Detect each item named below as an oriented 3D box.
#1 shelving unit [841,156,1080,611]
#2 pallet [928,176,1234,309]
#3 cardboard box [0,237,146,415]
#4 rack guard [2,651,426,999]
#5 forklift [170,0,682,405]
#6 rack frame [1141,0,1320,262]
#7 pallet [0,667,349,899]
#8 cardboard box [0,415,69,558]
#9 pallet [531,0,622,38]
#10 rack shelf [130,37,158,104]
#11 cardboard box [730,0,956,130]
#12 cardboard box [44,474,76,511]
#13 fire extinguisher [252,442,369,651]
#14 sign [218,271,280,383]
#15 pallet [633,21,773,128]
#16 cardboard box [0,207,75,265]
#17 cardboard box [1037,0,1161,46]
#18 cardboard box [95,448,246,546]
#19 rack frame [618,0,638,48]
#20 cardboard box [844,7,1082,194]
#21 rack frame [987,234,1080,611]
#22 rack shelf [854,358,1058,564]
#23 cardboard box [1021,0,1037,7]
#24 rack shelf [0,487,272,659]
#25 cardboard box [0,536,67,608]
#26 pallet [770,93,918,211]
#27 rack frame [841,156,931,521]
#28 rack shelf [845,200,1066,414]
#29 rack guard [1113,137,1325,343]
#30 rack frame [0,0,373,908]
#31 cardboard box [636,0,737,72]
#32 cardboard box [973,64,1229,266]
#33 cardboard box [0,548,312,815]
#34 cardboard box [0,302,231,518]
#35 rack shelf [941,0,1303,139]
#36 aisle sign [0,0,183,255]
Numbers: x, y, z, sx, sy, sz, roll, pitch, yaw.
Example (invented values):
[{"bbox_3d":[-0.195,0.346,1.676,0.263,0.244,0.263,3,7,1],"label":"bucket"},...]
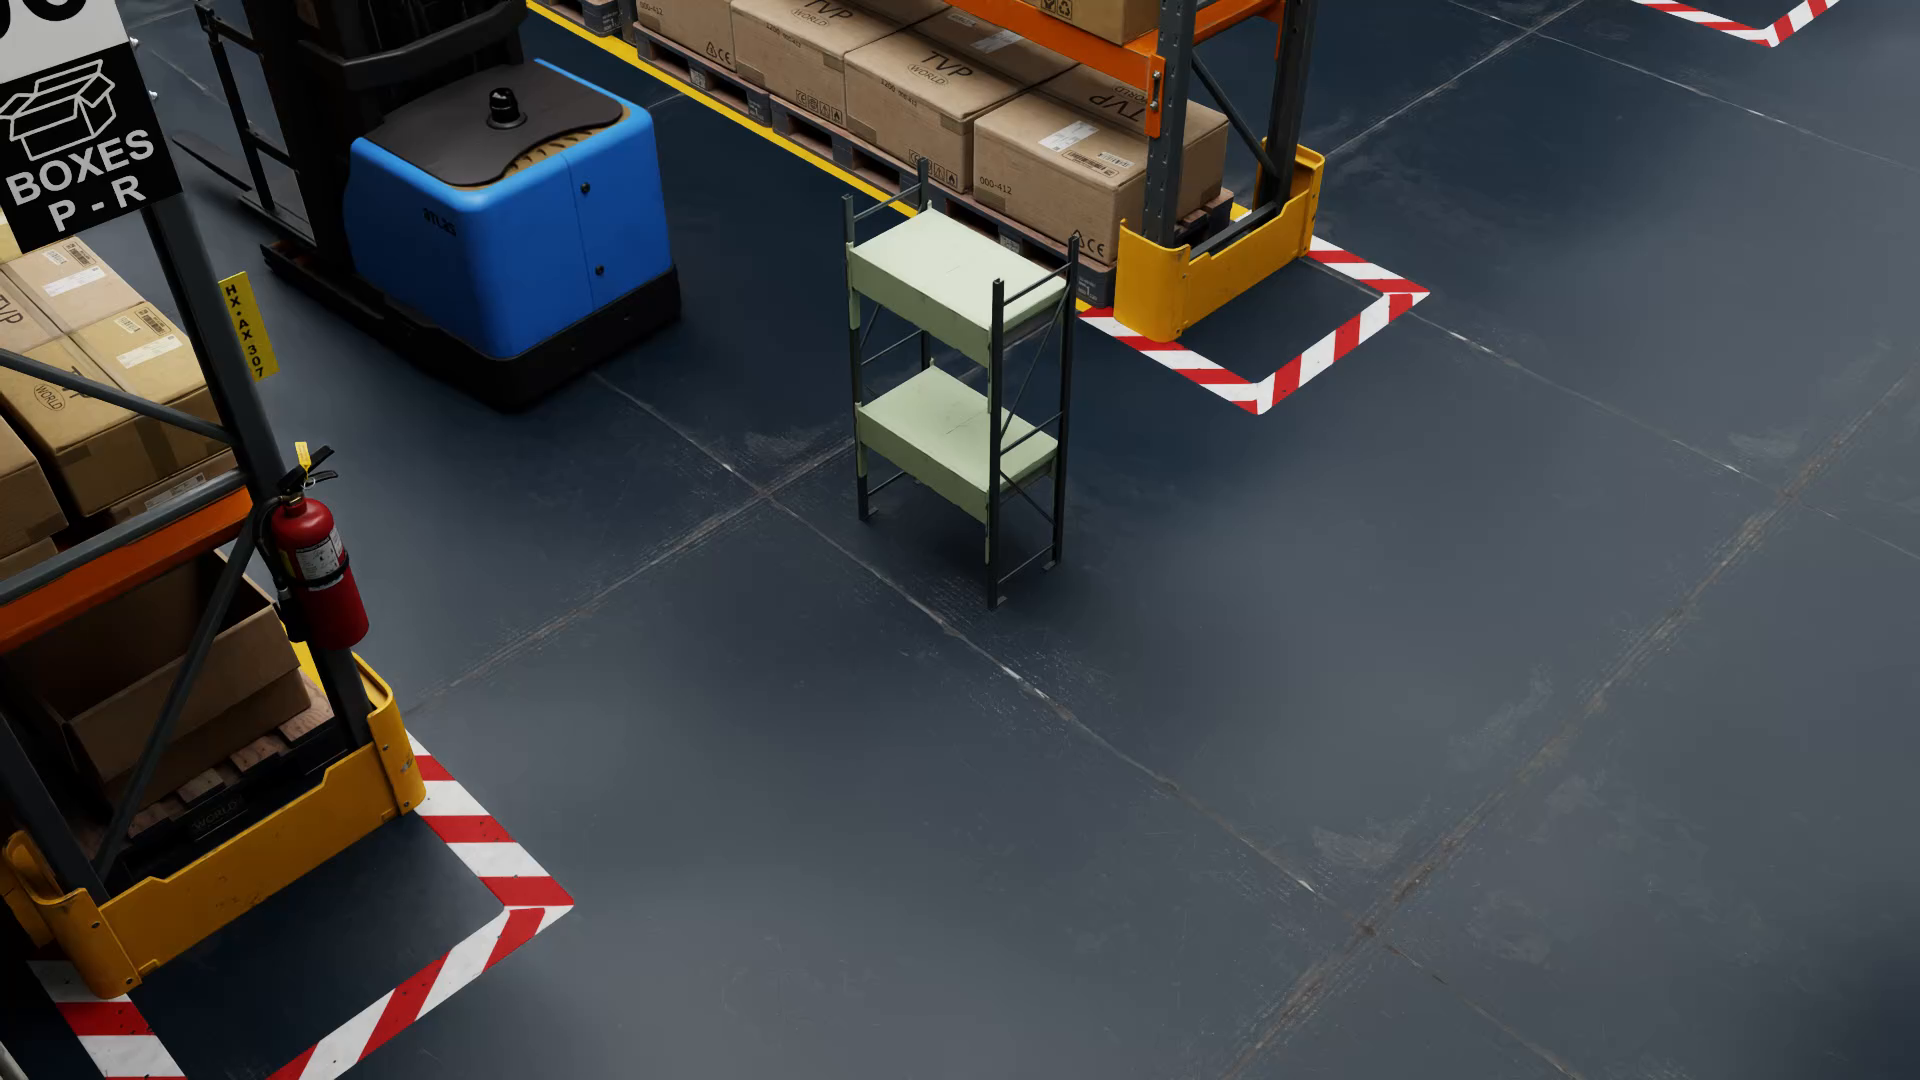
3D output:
[{"bbox_3d":[-0.005,-0.554,6.189,0.431,1.500,0.755,-34,53,-31],"label":"shelving unit"},{"bbox_3d":[0.593,-1.689,8.367,1.003,0.211,1.213,-34,53,-31],"label":"pallet"},{"bbox_3d":[-2.784,-0.629,5.056,0.500,0.250,0.500,-34,52,-31],"label":"cardboard box"},{"bbox_3d":[-2.352,0.896,5.357,1.175,0.500,0.348,-34,53,-31],"label":"rack guard"},{"bbox_3d":[-2.745,-2.522,7.264,3.031,2.935,1.130,30,51,29],"label":"forklift"},{"bbox_3d":[1.213,-2.366,7.045,1.000,3.000,0.127,-34,53,-31],"label":"rack frame"},{"bbox_3d":[-2.916,0.620,5.869,1.003,0.211,1.213,-34,53,-31],"label":"pallet"},{"bbox_3d":[-2.811,-0.134,4.520,0.500,0.250,0.500,-33,52,-30],"label":"cardboard box"},{"bbox_3d":[-2.210,-3.599,10.434,1.003,0.211,1.213,-34,53,-31],"label":"pallet"},{"bbox_3d":[-3.711,-1.784,4.735,1.077,0.370,4.000,-34,53,-31],"label":"rack shelf"},{"bbox_3d":[-0.612,-2.718,9.005,0.875,0.438,0.875,33,52,30],"label":"cardboard box"},{"bbox_3d":[-2.549,-0.283,4.976,0.380,0.149,0.250,-33,52,-30],"label":"cardboard box"},{"bbox_3d":[-1.867,0.029,4.785,0.296,0.674,0.183,-34,53,-31],"label":"fire extinguisher"},{"bbox_3d":[-1.915,-0.564,4.457,0.100,0.325,0.005,-34,53,-31],"label":"sign"},{"bbox_3d":[-1.130,-2.861,9.636,1.003,0.211,1.213,-34,53,-31],"label":"pallet"},{"bbox_3d":[-3.145,-0.871,5.318,0.500,0.250,0.500,33,52,31],"label":"cardboard box"},{"bbox_3d":[0.685,-2.508,7.125,0.500,0.500,0.500,-34,52,-31],"label":"cardboard box"},{"bbox_3d":[-2.337,-0.183,4.867,0.250,0.149,0.380,34,52,31],"label":"cardboard box"},{"bbox_3d":[-1.612,-4.288,9.125,1.000,3.000,0.127,-34,53,-31],"label":"rack frame"},{"bbox_3d":[0.024,-2.284,8.535,0.875,0.438,0.875,-33,52,-30],"label":"cardboard box"},{"bbox_3d":[0.254,-0.378,5.999,0.400,1.500,0.023,-34,53,-31],"label":"rack frame"},{"bbox_3d":[-0.005,-0.315,6.410,0.431,0.370,0.720,-34,53,-31],"label":"rack shelf"},{"bbox_3d":[0.341,-2.756,7.394,0.500,0.500,0.500,33,52,31],"label":"cardboard box"},{"bbox_3d":[-3.711,-0.682,5.753,1.077,0.370,4.000,-34,53,-31],"label":"rack shelf"},{"bbox_3d":[-2.723,0.076,4.587,0.250,0.149,0.380,34,52,31],"label":"cardboard box"},{"bbox_3d":[-0.264,-2.275,9.001,1.003,0.211,1.213,-34,53,-31],"label":"pallet"},{"bbox_3d":[-0.263,-0.730,6.379,0.400,1.500,0.023,-34,53,-31],"label":"rack frame"},{"bbox_3d":[-0.005,-0.841,5.924,0.431,0.370,0.720,-34,53,-31],"label":"rack shelf"},{"bbox_3d":[1.230,-1.437,7.881,1.175,0.500,0.348,-34,53,-31],"label":"rack guard"},{"bbox_3d":[-2.299,0.014,4.469,1.000,3.000,0.127,-34,53,-31],"label":"rack frame"},{"bbox_3d":[-1.244,-3.148,9.470,0.875,0.438,0.875,33,52,31],"label":"cardboard box"},{"bbox_3d":[0.676,-1.849,8.064,0.875,0.438,0.875,32,52,30],"label":"cardboard box"},{"bbox_3d":[-2.663,0.438,5.541,0.637,0.503,0.797,32,52,30],"label":"cardboard box"},{"bbox_3d":[-2.428,-0.387,4.794,0.500,0.250,0.500,-34,52,-31],"label":"cardboard box"},{"bbox_3d":[-0.199,-3.063,8.329,1.077,0.370,4.000,-34,53,-31],"label":"rack shelf"},{"bbox_3d":[-2.043,-1.048,3.703,0.394,0.787,0.004,-34,53,-31],"label":"aisle sign"}]
